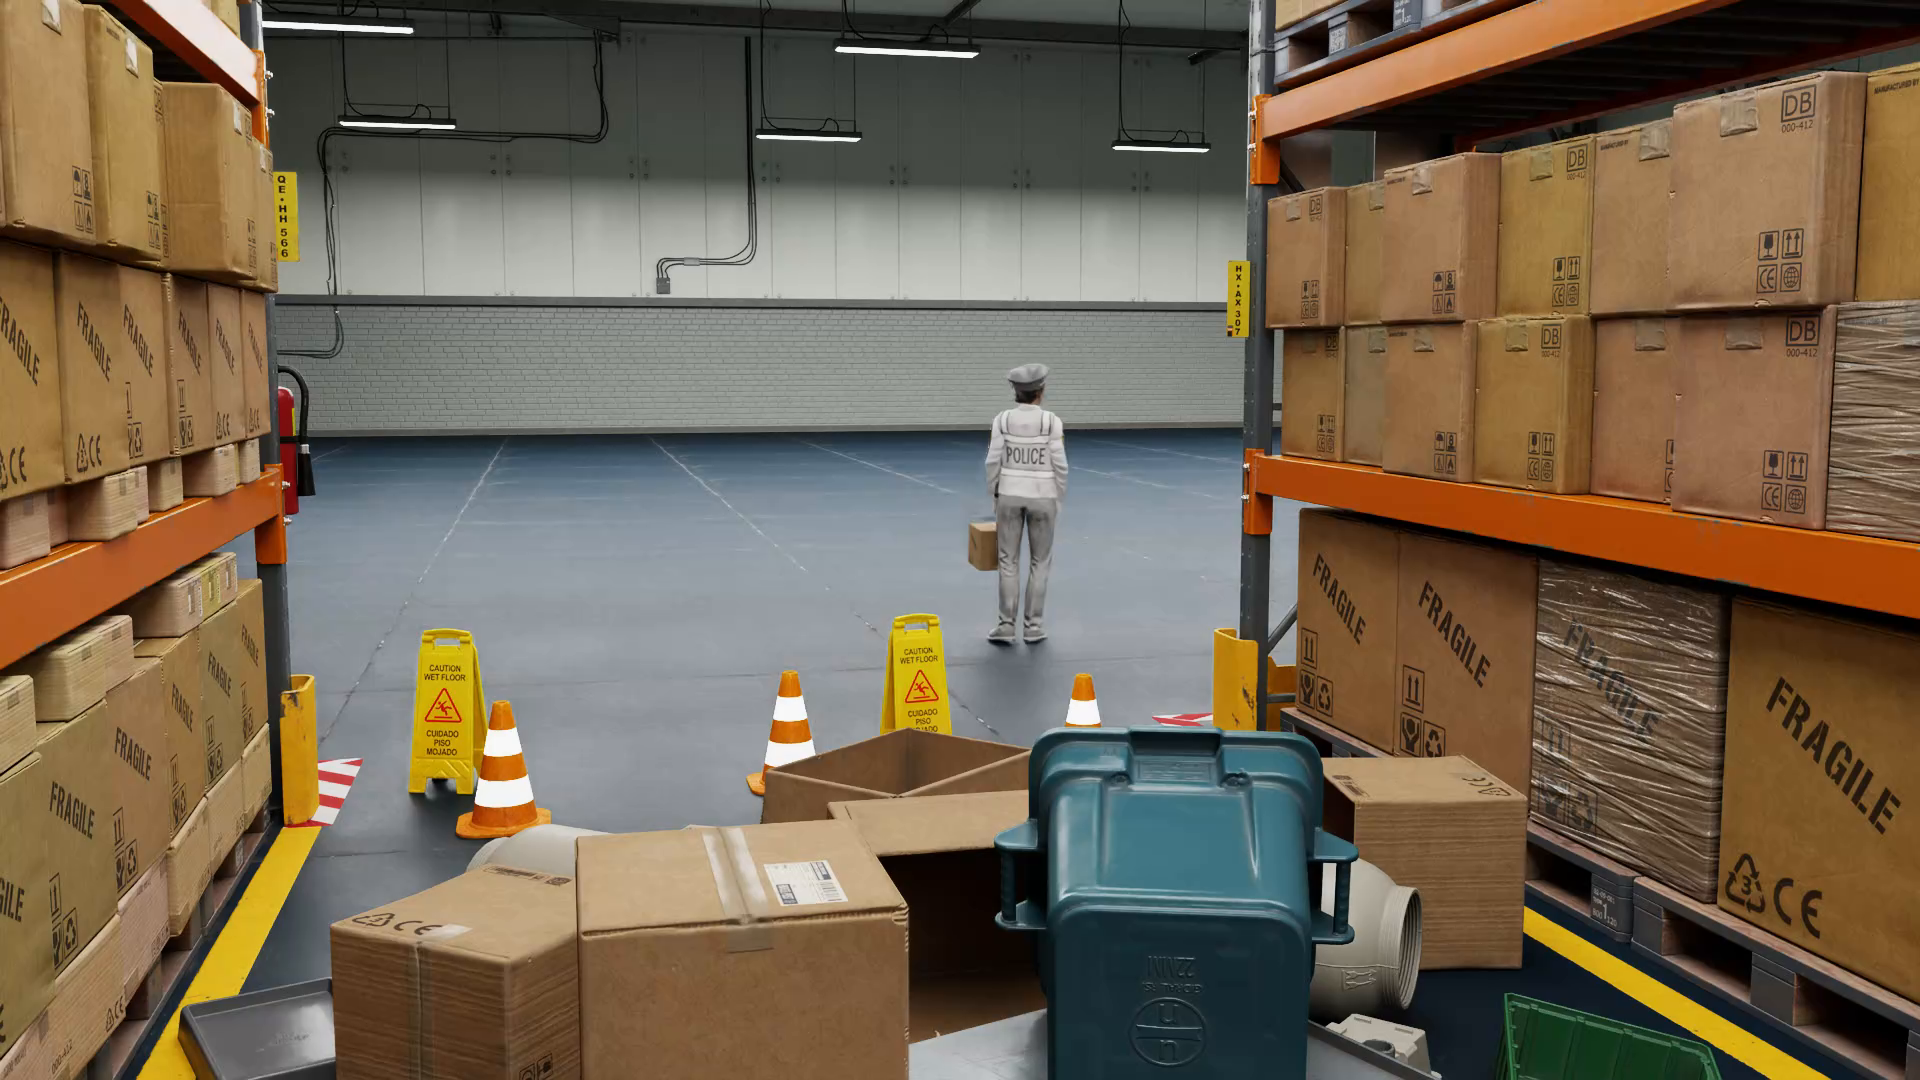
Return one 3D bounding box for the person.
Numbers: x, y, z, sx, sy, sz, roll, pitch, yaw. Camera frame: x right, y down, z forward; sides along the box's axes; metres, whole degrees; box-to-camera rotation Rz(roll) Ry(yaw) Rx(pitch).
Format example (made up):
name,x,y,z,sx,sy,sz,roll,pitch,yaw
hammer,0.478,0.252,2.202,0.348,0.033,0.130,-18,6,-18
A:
name,x,y,z,sx,sy,sz,roll,pitch,yaw
person,0.405,-0.222,10.068,0.511,1.688,0.412,1,6,12
